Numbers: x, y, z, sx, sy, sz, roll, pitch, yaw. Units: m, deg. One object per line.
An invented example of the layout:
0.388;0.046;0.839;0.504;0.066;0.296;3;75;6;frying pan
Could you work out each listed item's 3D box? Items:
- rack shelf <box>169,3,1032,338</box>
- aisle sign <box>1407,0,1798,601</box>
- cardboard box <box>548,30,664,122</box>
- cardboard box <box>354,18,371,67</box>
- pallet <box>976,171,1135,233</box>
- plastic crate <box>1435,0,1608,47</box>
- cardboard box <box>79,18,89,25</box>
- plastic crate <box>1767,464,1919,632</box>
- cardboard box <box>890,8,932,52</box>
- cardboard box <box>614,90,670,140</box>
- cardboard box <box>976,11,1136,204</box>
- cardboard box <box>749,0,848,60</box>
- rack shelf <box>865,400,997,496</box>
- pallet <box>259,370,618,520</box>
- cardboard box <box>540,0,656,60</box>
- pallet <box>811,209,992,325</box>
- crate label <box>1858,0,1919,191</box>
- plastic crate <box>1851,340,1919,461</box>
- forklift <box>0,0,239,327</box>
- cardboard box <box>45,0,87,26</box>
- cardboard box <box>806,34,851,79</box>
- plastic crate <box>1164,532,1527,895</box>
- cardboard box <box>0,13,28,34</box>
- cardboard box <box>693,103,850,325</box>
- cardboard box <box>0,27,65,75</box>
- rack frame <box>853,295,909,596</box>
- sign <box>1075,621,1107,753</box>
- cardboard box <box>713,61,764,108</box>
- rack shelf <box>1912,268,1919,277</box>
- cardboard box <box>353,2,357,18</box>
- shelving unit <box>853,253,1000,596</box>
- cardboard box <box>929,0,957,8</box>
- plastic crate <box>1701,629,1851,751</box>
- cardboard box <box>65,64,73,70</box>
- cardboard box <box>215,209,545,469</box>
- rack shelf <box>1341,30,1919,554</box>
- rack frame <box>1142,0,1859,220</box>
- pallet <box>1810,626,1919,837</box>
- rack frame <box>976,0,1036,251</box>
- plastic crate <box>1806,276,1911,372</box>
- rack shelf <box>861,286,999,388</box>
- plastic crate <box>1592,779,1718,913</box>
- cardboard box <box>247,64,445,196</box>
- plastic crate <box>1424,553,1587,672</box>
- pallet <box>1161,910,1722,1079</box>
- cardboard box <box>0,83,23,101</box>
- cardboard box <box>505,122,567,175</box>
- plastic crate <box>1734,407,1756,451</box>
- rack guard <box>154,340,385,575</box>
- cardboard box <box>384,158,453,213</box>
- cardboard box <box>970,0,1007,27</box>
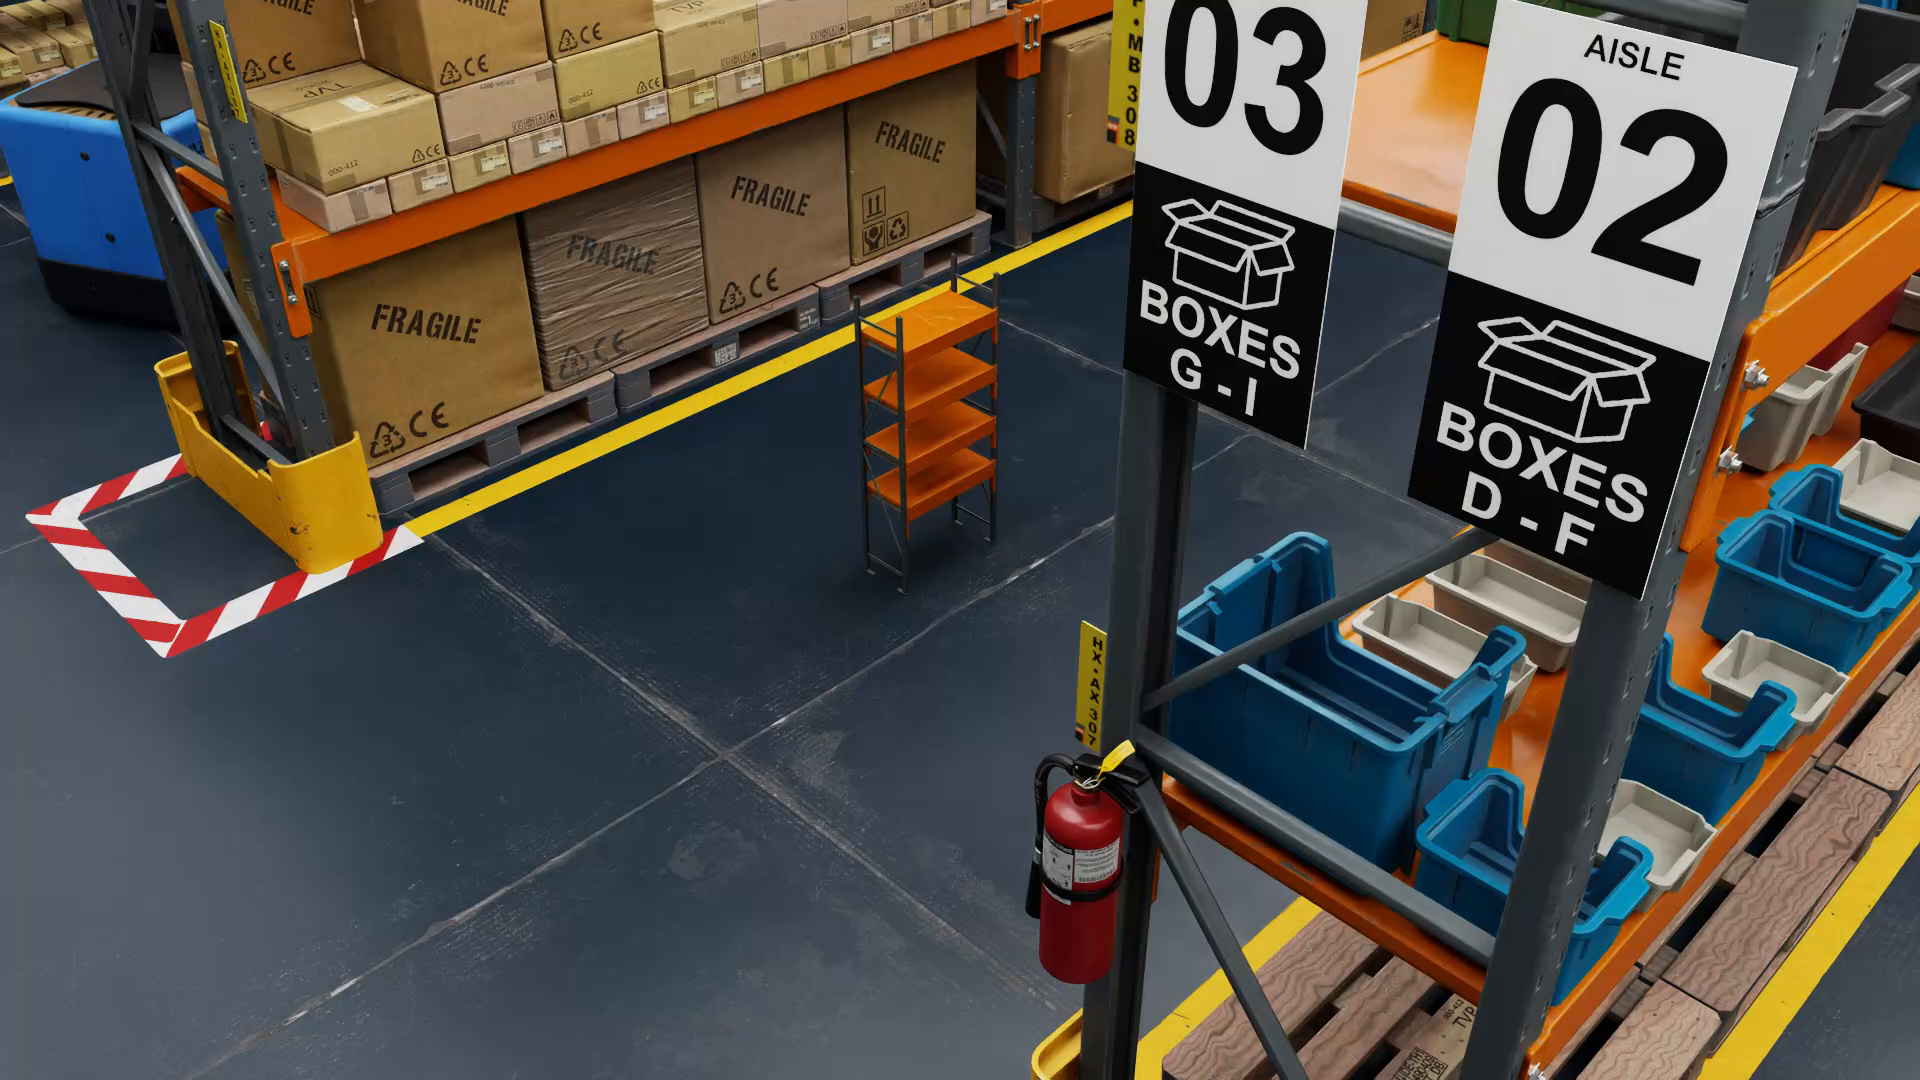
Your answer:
-1.415;-1.910;7.496;1.077;0.370;4.000;30;45;35;rack shelf
0.851;-0.315;2.306;0.394;0.787;0.004;30;45;35;aisle sign
-1.576;-1.956;6.804;0.500;0.250;0.500;28;44;34;cardboard box
-2.313;-1.963;6.814;0.500;0.250;0.500;29;44;35;cardboard box
0.485;-2.217;9.744;1.003;0.211;1.213;30;45;35;pallet
1.183;-1.056;3.205;0.450;0.188;0.336;30;45;35;plastic crate
-5.169;-3.101;10.180;0.380;0.149;0.250;27;43;33;cardboard box
2.238;0.023;4.189;0.416;0.233;0.300;30;45;35;plastic crate
-0.350;-2.450;7.860;0.380;0.149;0.250;29;44;35;cardboard box
-1.435;-1.824;6.963;0.380;0.149;0.250;29;44;35;cardboard box
0.431;-2.586;9.326;1.225;0.875;0.875;30;45;35;cardboard box
-0.853;-2.374;7.403;0.500;0.250;0.500;-29;44;-35;cardboard box
-0.117;-0.370;6.349;0.258;0.148;0.480;30;45;35;rack shelf
-2.316;-0.606;7.434;1.003;0.211;1.213;30;45;35;pallet
-1.581;-2.263;6.588;0.500;0.500;0.500;28;44;34;cardboard box
-0.597;-1.596;8.854;1.003;0.211;1.213;30;45;35;pallet
1.570;-0.811;2.798;0.408;0.251;0.502;30;45;35;crate label
2.911;-0.370;4.846;0.437;0.125;0.590;30;45;35;plastic crate
-3.621;-3.066;8.584;1.130;2.935;3.031;11;36;16;forklift
-5.542;-3.312;10.482;0.380;0.149;0.250;28;43;34;cardboard box
-0.713;-2.240;7.560;0.250;0.149;0.380;-29;44;-35;cardboard box
0.794;0.352;3.539;0.616;0.435;0.499;30;45;35;plastic crate
-5.862;-3.076;10.144;0.250;0.149;0.380;-29;44;-35;cardboard box
-1.162;-1.717;8.080;0.875;0.875;0.875;30;45;35;cardboard box
-5.553;-2.917;9.915;0.250;0.149;0.380;-29;44;-35;cardboard box
-0.289;-0.326;6.168;0.240;1.200;0.015;30;45;35;rack frame
0.289;0.321;3.525;0.100;0.325;0.005;30;45;35;sign
-1.073;-2.034;7.263;0.250;0.149;0.380;-29;44;-35;cardboard box
4.918;-1.538;6.962;1.077;0.370;4.000;30;45;35;rack shelf
-4.055;-3.633;11.202;0.250;0.149;0.380;-29;44;-35;cardboard box
-0.117;-0.425;6.310;0.258;1.200;0.503;30;45;35;shelving unit
-0.130;-2.793;8.003;0.500;0.250;0.500;29;44;35;cardboard box
1.861;0.347;3.809;0.250;0.136;0.298;30;45;35;plastic crate
-5.379;-2.891;10.138;0.250;0.149;0.380;-29;44;-35;cardboard box
-2.430;-0.986;7.032;0.875;0.875;0.875;30;45;35;cardboard box
2.100;-1.144;3.775;1.077;0.370;4.000;30;45;35;rack shelf
0.691;-1.858;1.547;1.000;3.000;0.127;30;45;35;rack frame
3.019;0.437;5.939;1.003;0.211;1.213;30;45;35;pallet
-0.006;-3.017;8.454;1.000;3.000;0.127;30;45;35;rack frame
2.702;-0.810;5.181;0.402;0.464;0.583;30;45;35;plastic crate
-0.117;-0.747;6.086;0.258;0.148;0.480;30;45;35;rack shelf
1.383;0.622;3.414;0.250;0.136;0.298;30;45;35;plastic crate
-2.294;-1.540;6.207;0.500;0.250;0.500;28;44;34;cardboard box
1.351;0.171;4.061;0.396;0.136;0.243;30;45;35;plastic crate
1.300;1.427;4.519;1.003;0.211;1.213;30;45;35;pallet
-5.721;-2.668;9.818;0.250;0.149;0.380;-28;44;-34;cardboard box
-1.797;-1.617;6.665;0.380;0.149;0.250;29;44;35;cardboard box
1.956;-0.290;4.638;0.416;0.233;0.300;30;45;35;plastic crate
-2.841;-0.358;6.827;1.175;0.500;0.348;30;45;35;rack guard
-2.160;-1.406;6.364;0.380;0.149;0.250;29;44;35;cardboard box
0.012;-2.658;8.159;0.250;0.149;0.380;-30;45;-35;cardboard box
